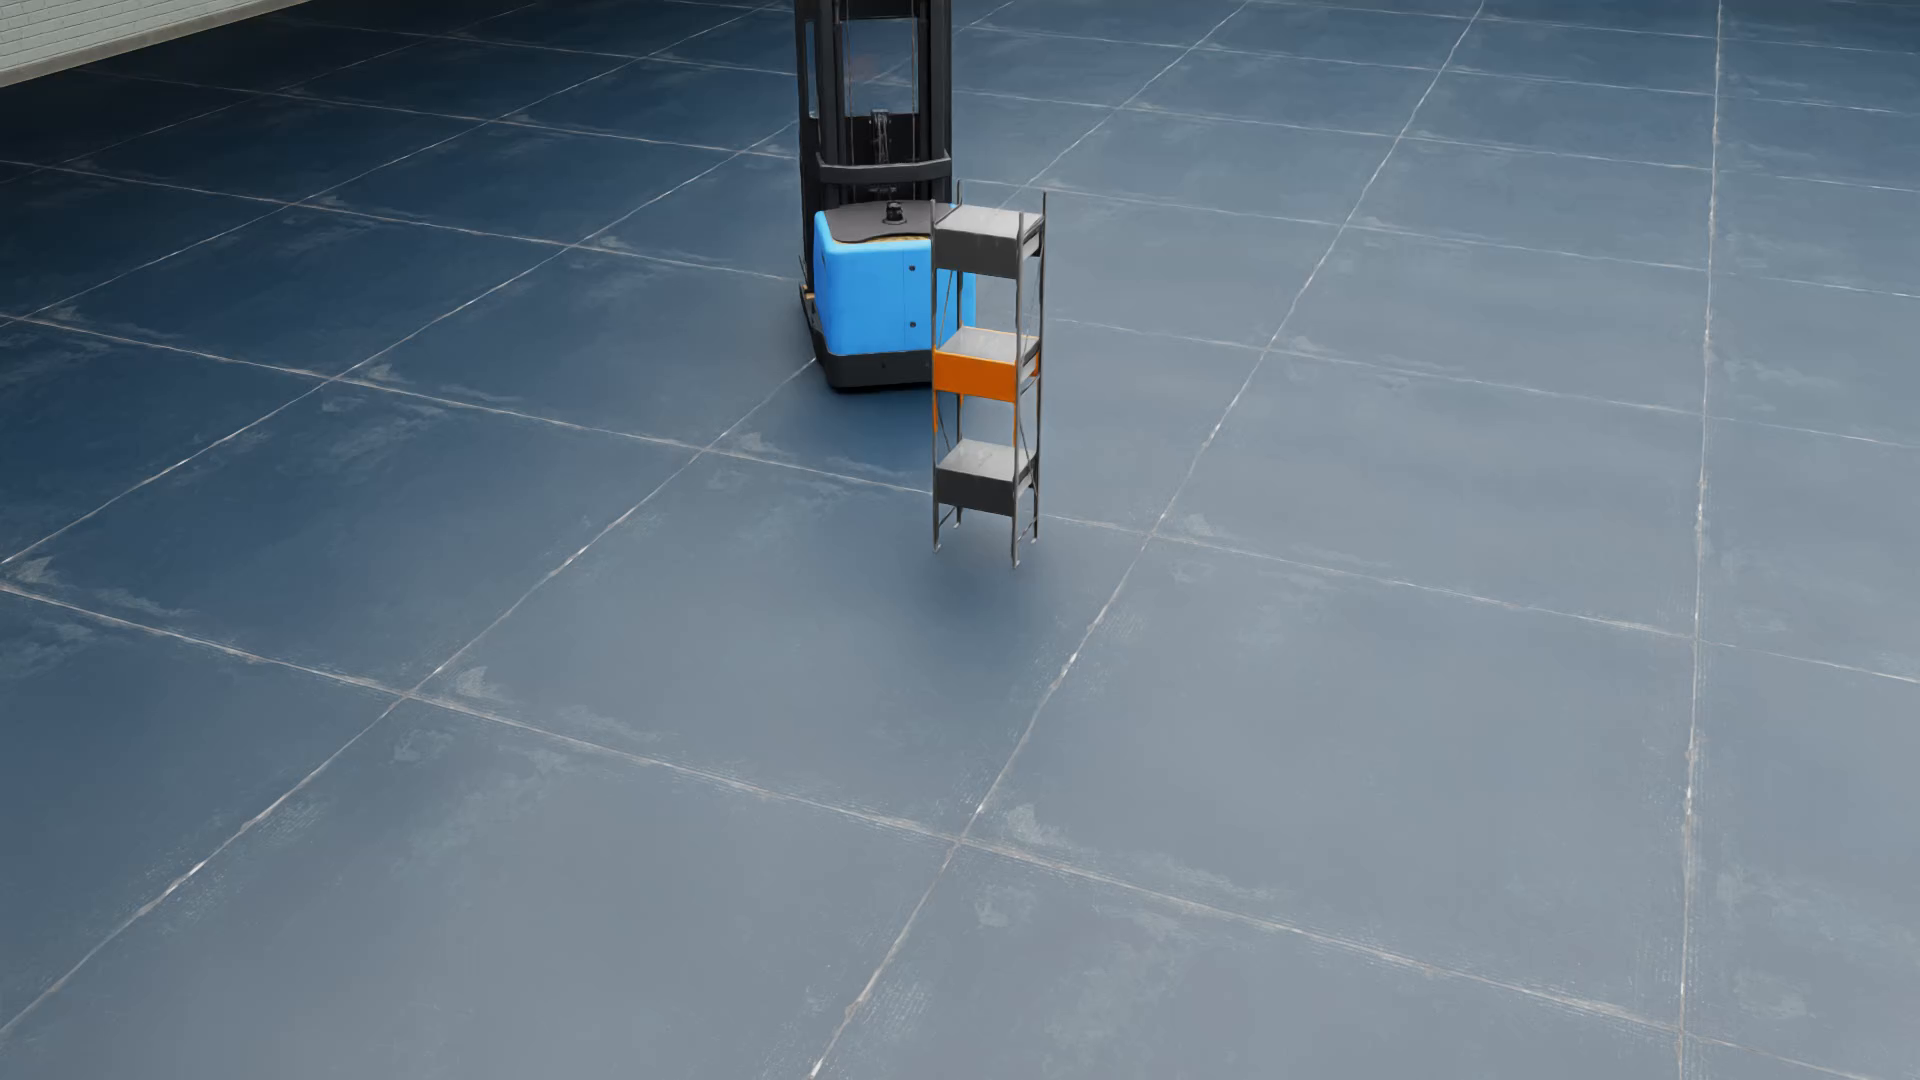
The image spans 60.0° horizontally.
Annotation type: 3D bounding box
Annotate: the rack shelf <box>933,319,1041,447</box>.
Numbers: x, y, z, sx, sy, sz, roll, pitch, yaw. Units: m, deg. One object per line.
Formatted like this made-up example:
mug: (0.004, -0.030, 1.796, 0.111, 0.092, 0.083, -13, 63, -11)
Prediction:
rack shelf: (0.153, -0.872, 9.186, 0.480, 0.518, 0.431, 11, 31, 19)

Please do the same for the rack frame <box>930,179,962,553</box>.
rack frame: (-0.073, -0.929, 9.259, 0.015, 2.100, 0.400, 11, 31, 19)

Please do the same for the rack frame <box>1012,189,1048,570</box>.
rack frame: (0.379, -0.838, 9.099, 0.015, 2.100, 0.400, 11, 31, 19)

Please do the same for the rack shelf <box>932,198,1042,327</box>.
rack shelf: (0.153, -1.481, 8.841, 0.480, 0.518, 0.431, 11, 31, 19)

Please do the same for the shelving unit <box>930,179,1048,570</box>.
shelving unit: (0.153, -0.883, 9.179, 0.503, 2.100, 0.431, 11, 31, 19)

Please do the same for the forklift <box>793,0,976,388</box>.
forklift: (-0.646, -3.034, 12.139, 1.130, 2.935, 3.031, -5, 30, -9)

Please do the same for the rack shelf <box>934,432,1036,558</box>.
rack shelf: (0.153, -0.262, 9.530, 0.480, 0.518, 0.431, 11, 31, 19)
